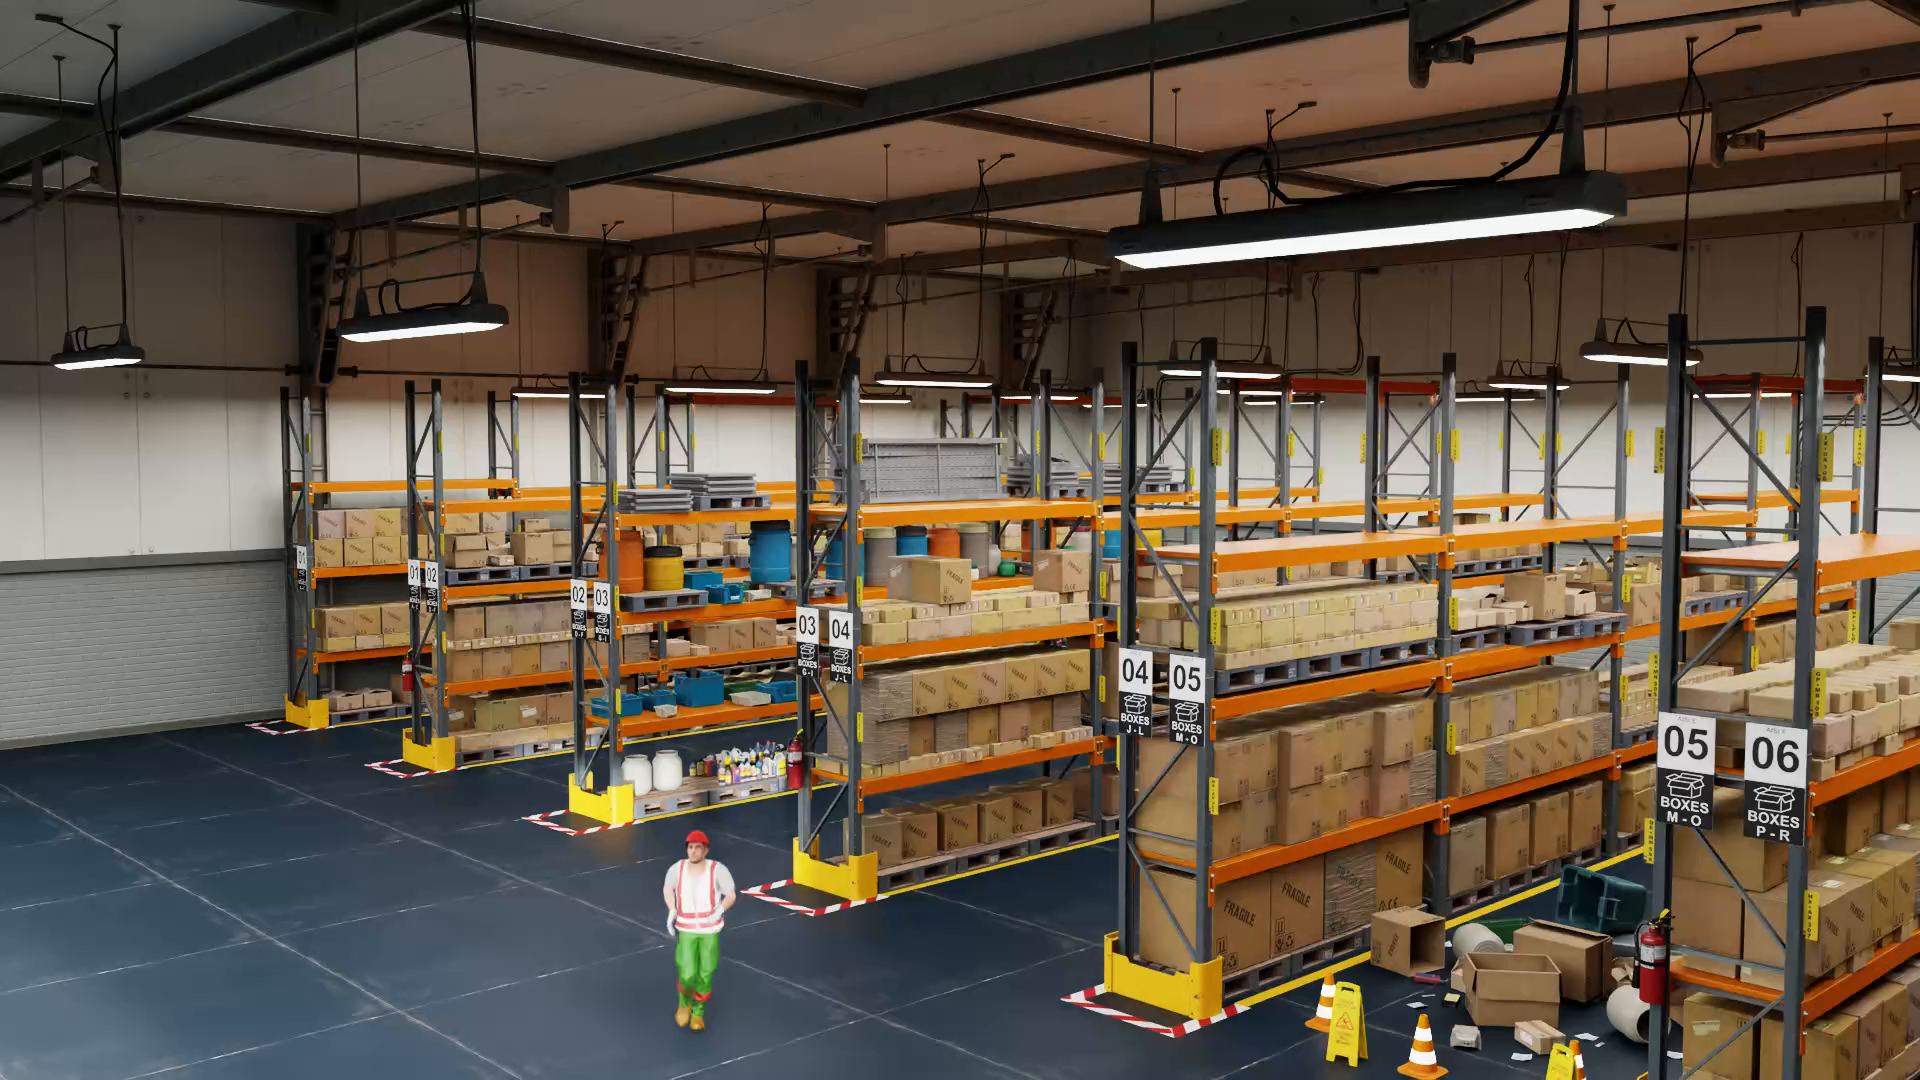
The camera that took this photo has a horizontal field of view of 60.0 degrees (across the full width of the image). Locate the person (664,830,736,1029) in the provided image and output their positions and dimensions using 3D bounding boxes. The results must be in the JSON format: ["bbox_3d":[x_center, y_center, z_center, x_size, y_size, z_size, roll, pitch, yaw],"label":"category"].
[{"bbox_3d":[-2.241,3.365,14.275,0.631,1.748,0.612,0,4,-6],"label":"person"}]

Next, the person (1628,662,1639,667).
[{"bbox_3d":[10.408,2.714,25.548,0.889,1.703,0.587,-3,5,-41],"label":"person"}]
